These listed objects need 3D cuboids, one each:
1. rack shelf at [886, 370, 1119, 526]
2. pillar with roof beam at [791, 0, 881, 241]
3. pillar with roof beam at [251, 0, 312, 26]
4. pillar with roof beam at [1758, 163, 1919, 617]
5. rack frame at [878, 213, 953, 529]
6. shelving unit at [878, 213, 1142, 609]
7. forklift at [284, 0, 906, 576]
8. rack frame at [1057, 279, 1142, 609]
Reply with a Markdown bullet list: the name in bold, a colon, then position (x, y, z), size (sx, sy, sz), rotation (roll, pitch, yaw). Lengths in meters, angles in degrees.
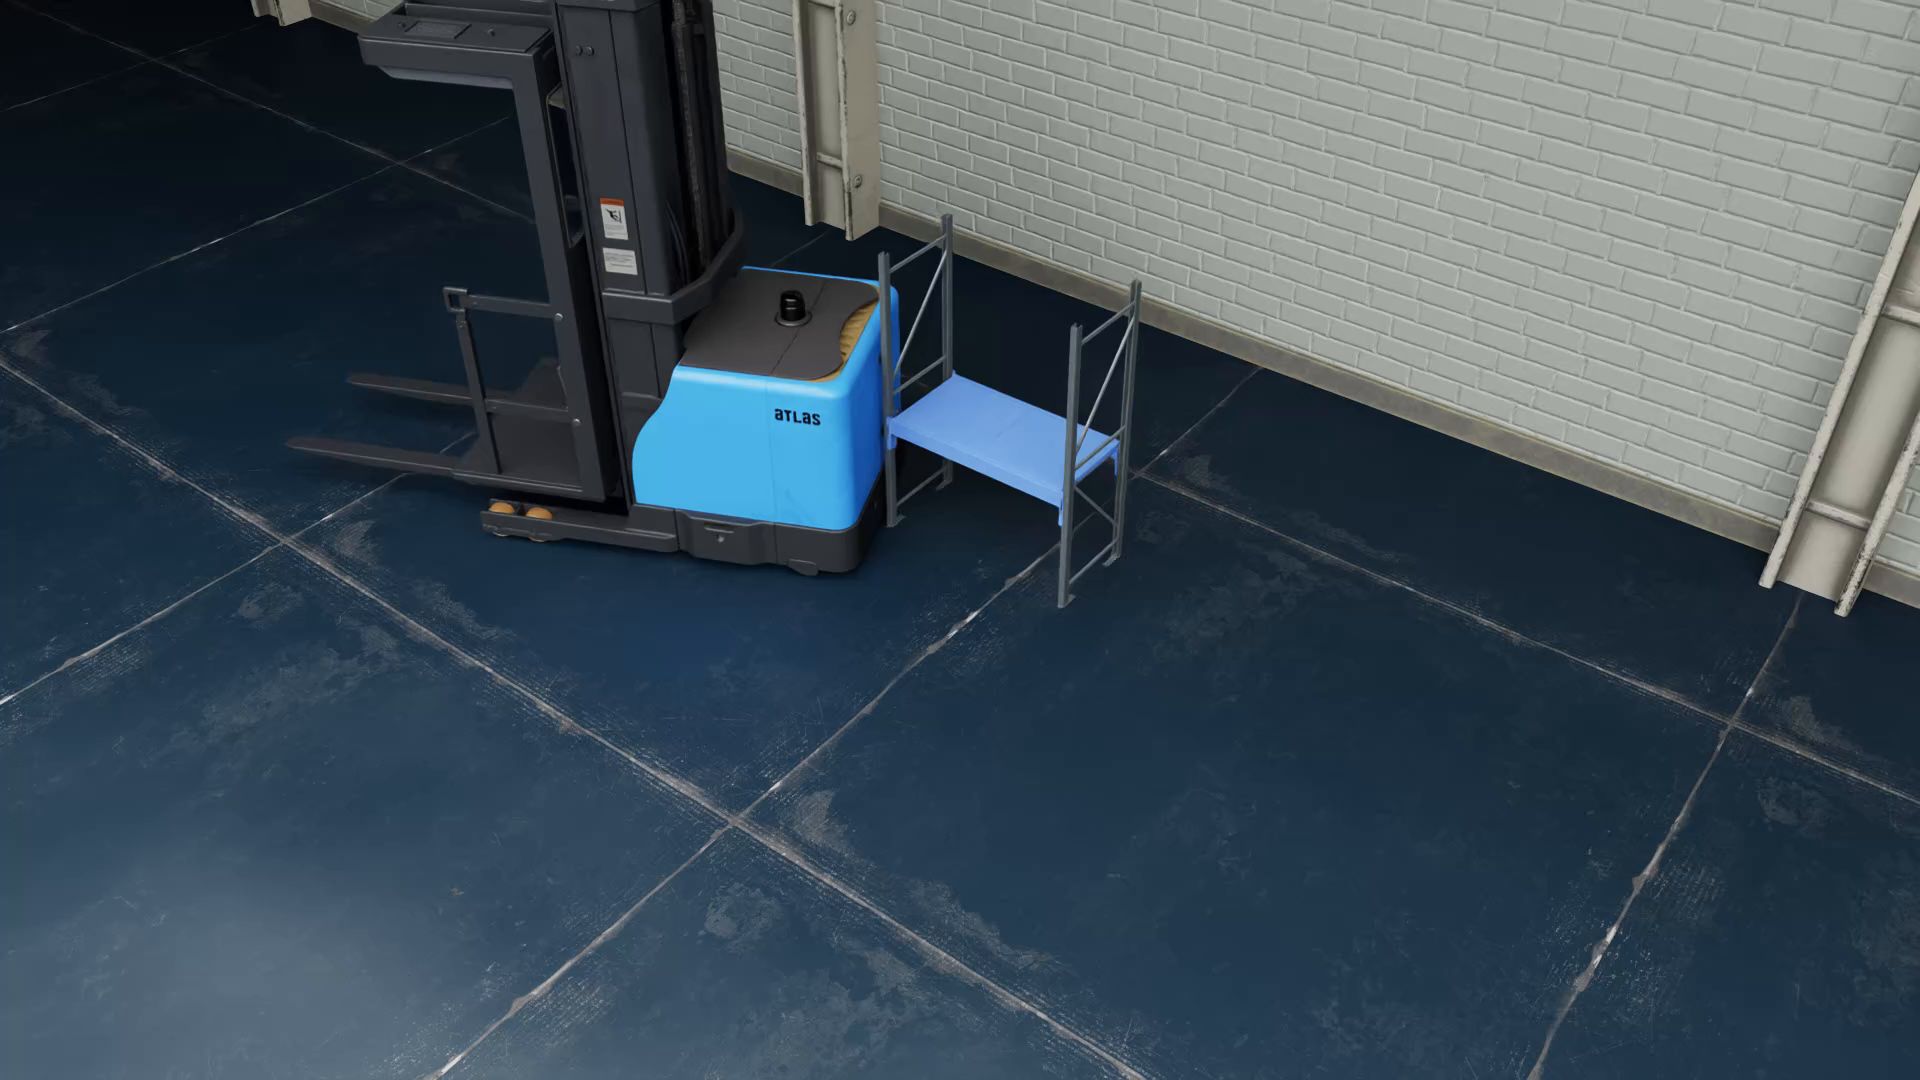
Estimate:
- **rack shelf**: position (0.209, -0.445, 7.754), size (1.000, 0.185, 0.538), rotation (25, 44, 28)
- **pillar with roof beam**: position (-3.365, -3.475, 5.250), size (0.400, 9.000, 9.100), rotation (25, 45, 29)
- **pillar with roof beam**: position (-8.131, -5.722, 8.120), size (0.400, 9.000, 9.100), rotation (25, 45, 29)
- **pillar with roof beam**: position (1.401, -1.228, 2.380), size (0.400, 9.000, 9.100), rotation (25, 45, 29)
- **rack frame**: position (-0.197, -0.775, 7.884), size (0.032, 1.500, 0.500), rotation (25, 44, 28)
- **shelving unit**: position (0.209, -0.586, 7.643), size (1.048, 1.500, 0.538), rotation (25, 44, 28)
- **forklift**: position (-1.852, -1.453, 7.589), size (3.031, 2.935, 1.130), rotation (8, 39, 10)
- **rack frame**: position (0.614, -0.398, 7.402), size (0.032, 1.500, 0.500), rotation (25, 44, 28)
